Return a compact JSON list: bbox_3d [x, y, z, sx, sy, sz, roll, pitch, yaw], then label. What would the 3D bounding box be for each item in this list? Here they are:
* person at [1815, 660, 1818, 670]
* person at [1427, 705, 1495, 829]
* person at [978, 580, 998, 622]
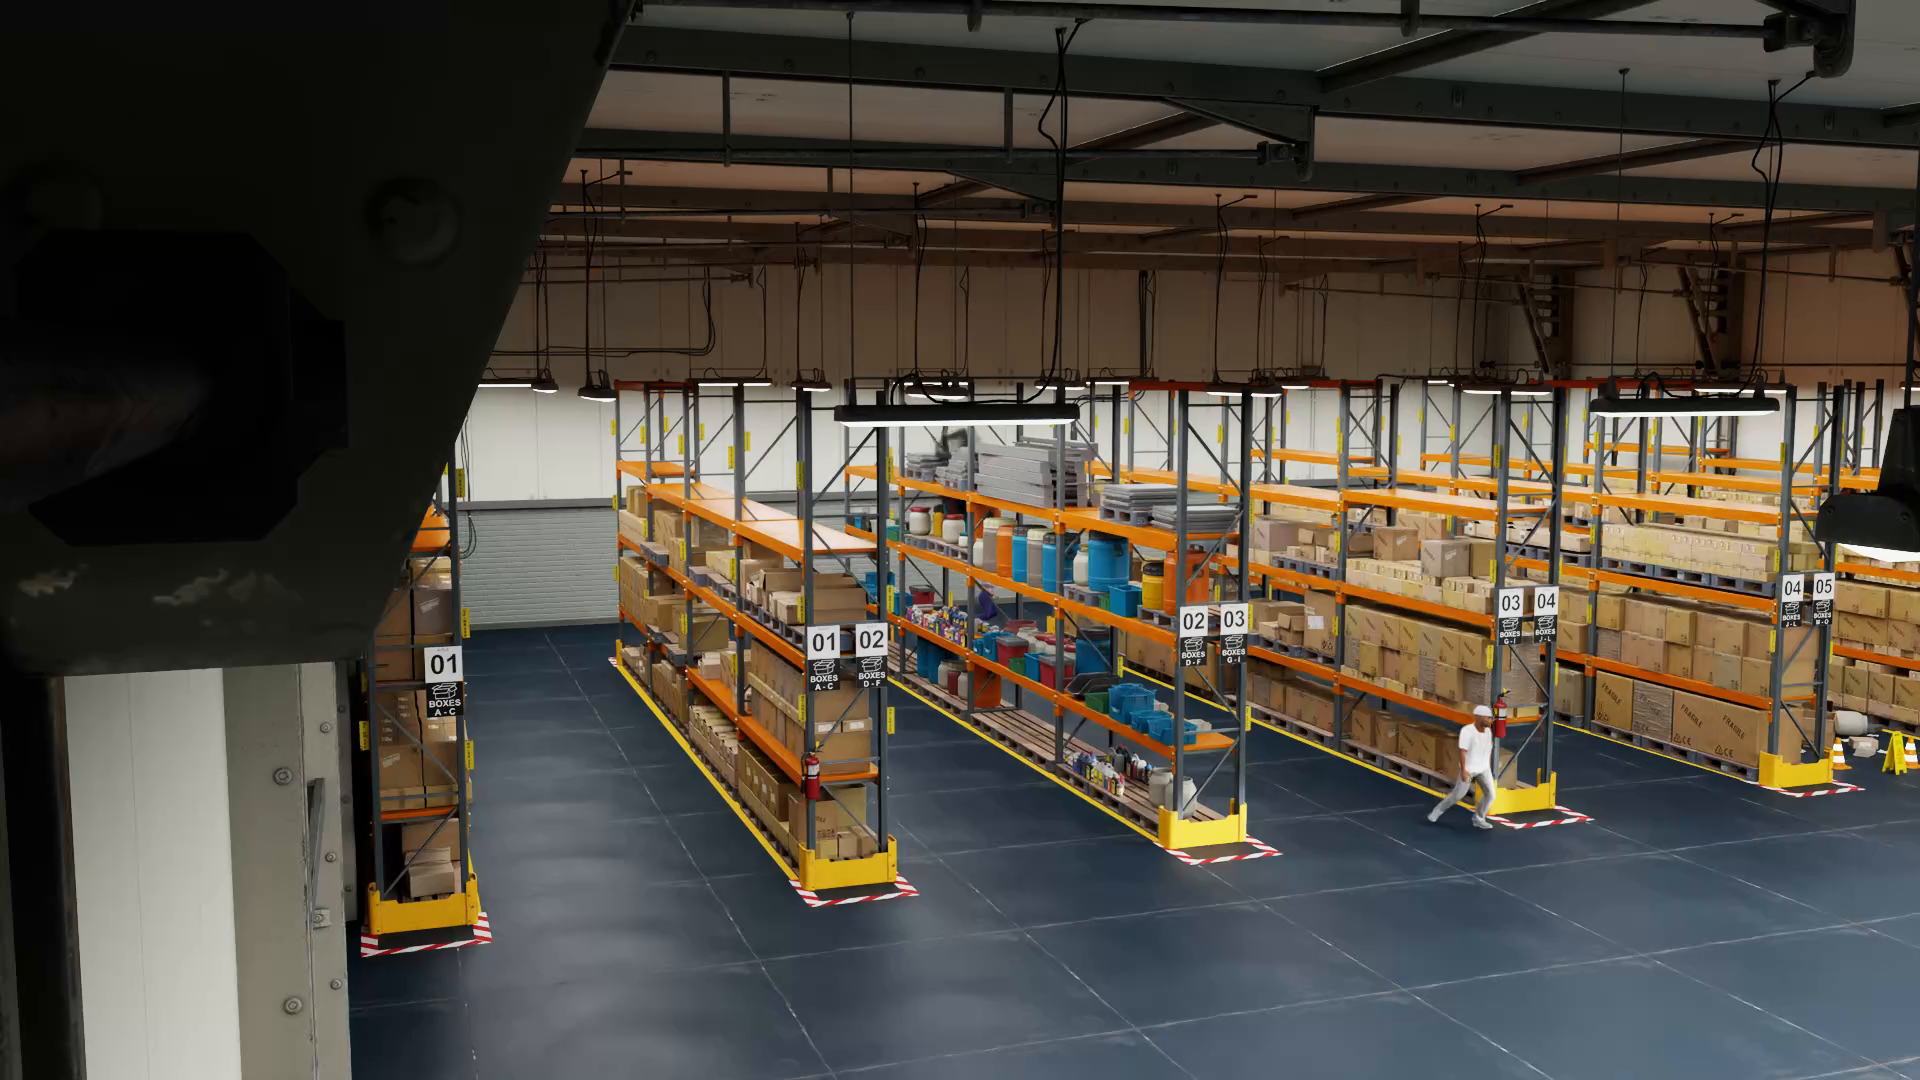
[{"bbox_3d":[16.991,1.969,33.580,0.576,1.612,0.866,-2,7,-22],"label":"person"},{"bbox_3d":[6.870,3.079,22.732,0.795,1.702,0.693,-3,7,-23],"label":"person"},{"bbox_3d":[0.665,1.367,39.603,0.481,1.581,0.651,1,6,13],"label":"person"}]
